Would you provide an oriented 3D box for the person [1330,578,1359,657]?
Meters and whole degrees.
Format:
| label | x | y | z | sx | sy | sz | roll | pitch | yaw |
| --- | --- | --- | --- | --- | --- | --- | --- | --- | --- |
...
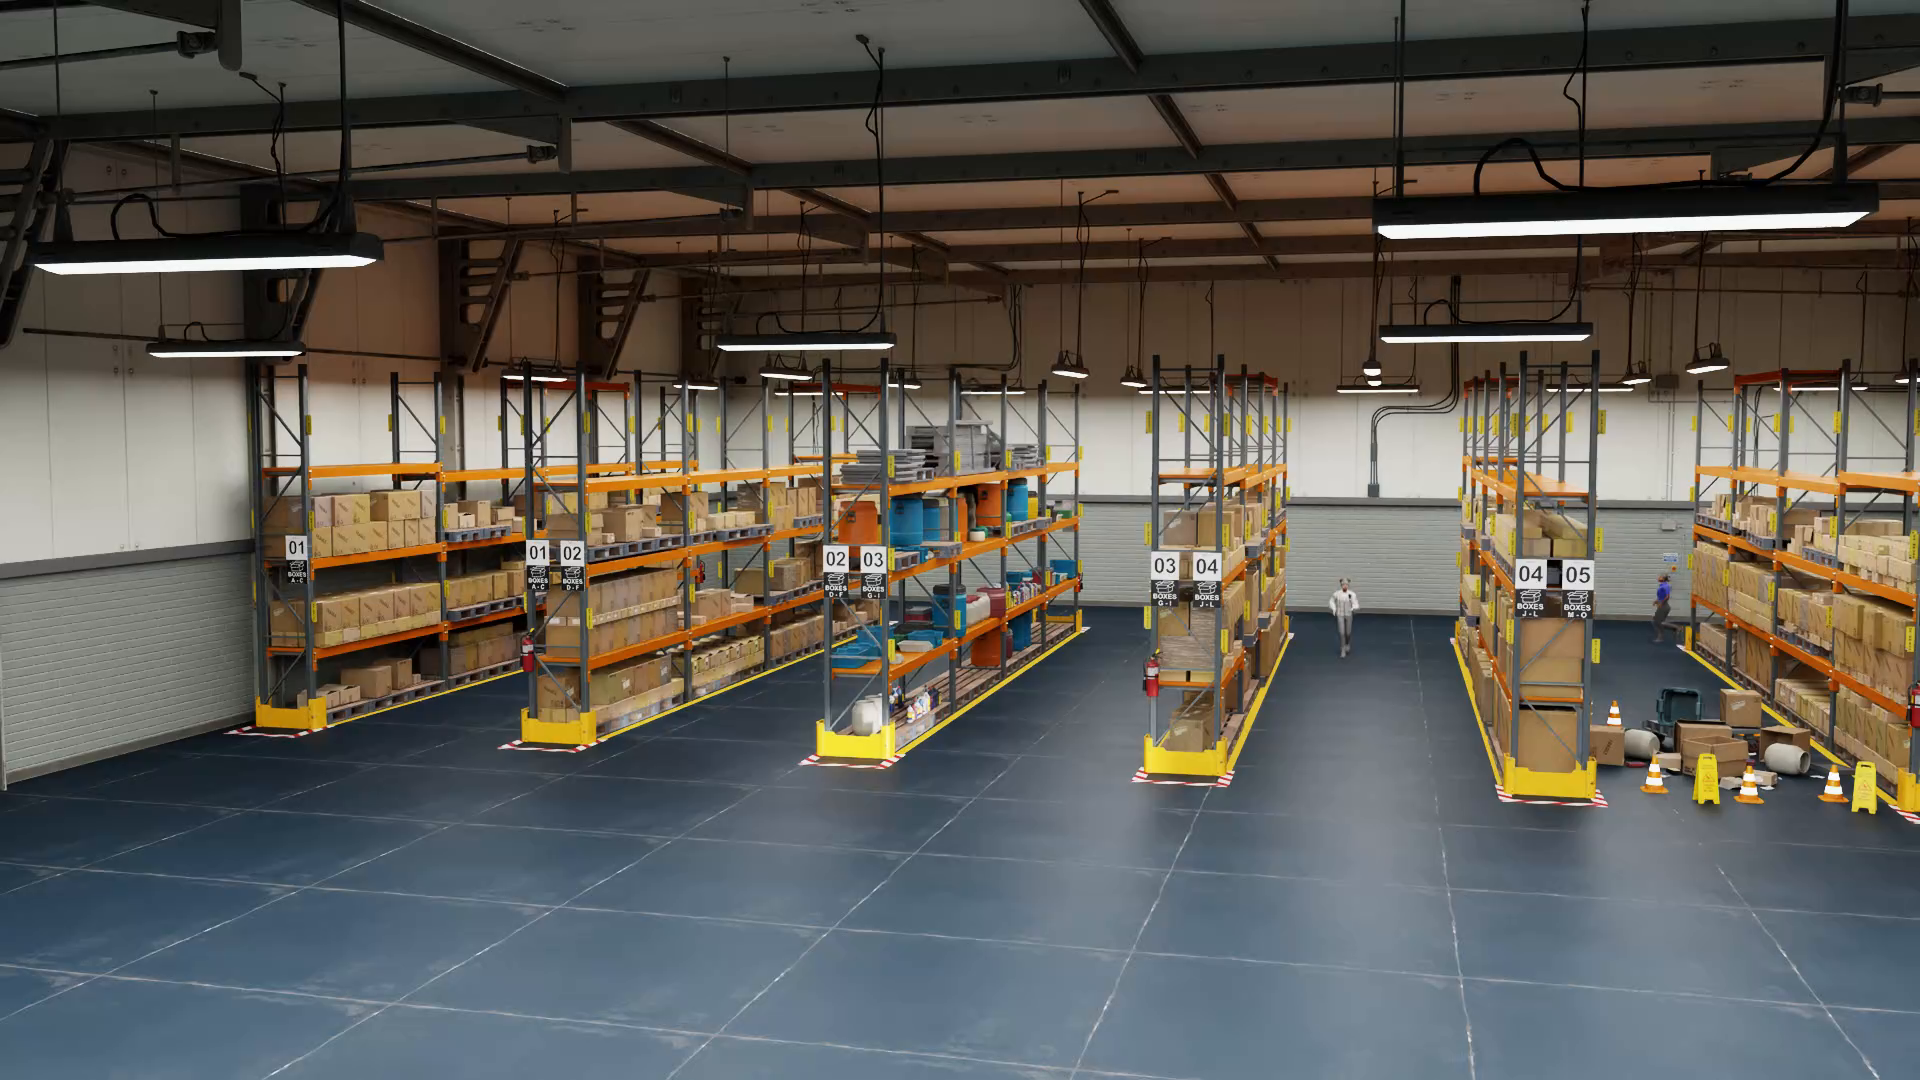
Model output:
| label | x | y | z | sx | sy | sz | roll | pitch | yaw |
| --- | --- | --- | --- | --- | --- | --- | --- | --- | --- |
| person | 8.367 | 1.666 | 36.215 | 0.620 | 1.701 | 0.774 | 1 | 4 | 13 |

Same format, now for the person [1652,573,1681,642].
| label | x | y | z | sx | sy | sz | roll | pitch | yaw |
| --- | --- | --- | --- | --- | --- | --- | --- | --- | --- |
| person | 16.319 | 1.574 | 38.374 | 0.618 | 1.625 | 0.619 | 1 | 4 | 21 |
